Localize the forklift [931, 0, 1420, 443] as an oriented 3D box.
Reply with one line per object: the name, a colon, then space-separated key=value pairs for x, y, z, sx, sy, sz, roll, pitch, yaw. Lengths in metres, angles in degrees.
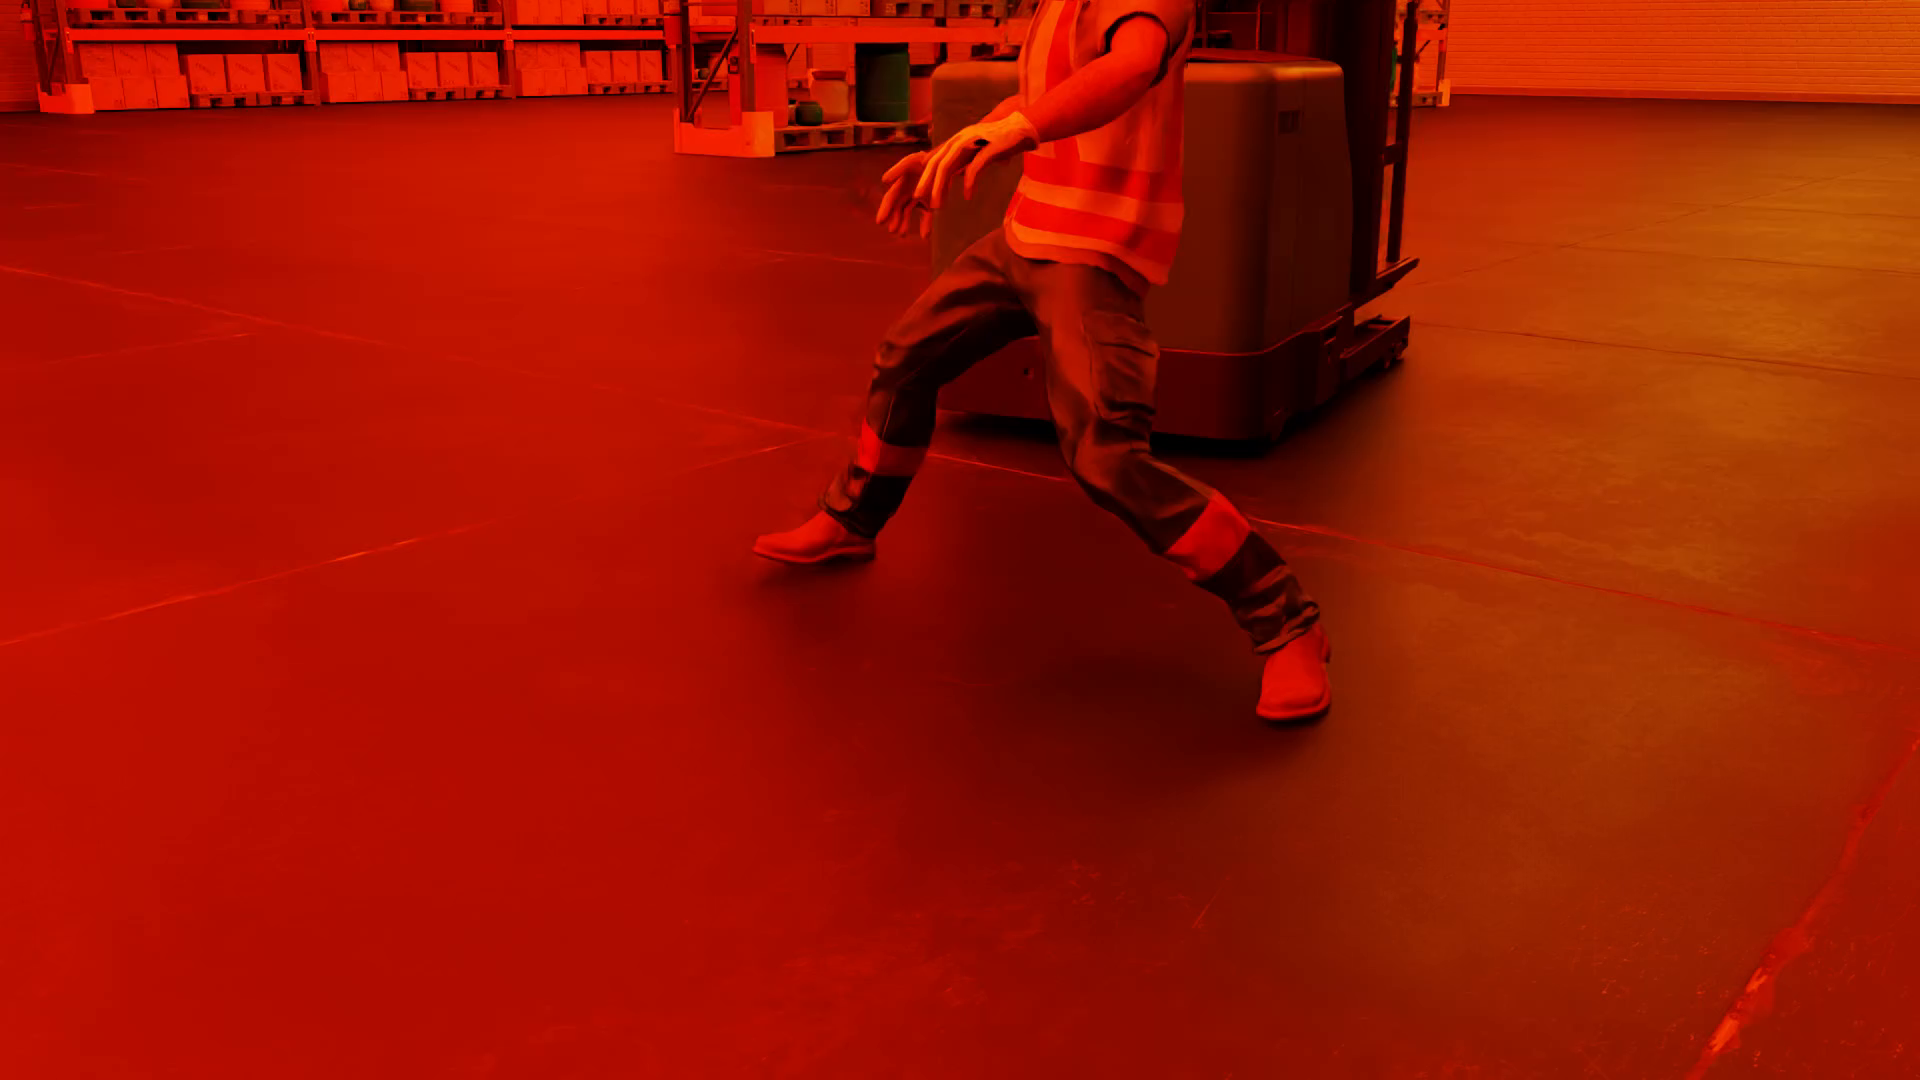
forklift: x=1.009 y=-2.061 z=5.686 sx=1.130 sy=2.935 sz=3.031 roll=8 pitch=19 yaw=25

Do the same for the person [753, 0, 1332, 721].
person: x=0.122 y=-0.571 z=3.119 sx=1.003 sy=1.591 sz=1.157 roll=-3 pitch=17 yaw=-11
